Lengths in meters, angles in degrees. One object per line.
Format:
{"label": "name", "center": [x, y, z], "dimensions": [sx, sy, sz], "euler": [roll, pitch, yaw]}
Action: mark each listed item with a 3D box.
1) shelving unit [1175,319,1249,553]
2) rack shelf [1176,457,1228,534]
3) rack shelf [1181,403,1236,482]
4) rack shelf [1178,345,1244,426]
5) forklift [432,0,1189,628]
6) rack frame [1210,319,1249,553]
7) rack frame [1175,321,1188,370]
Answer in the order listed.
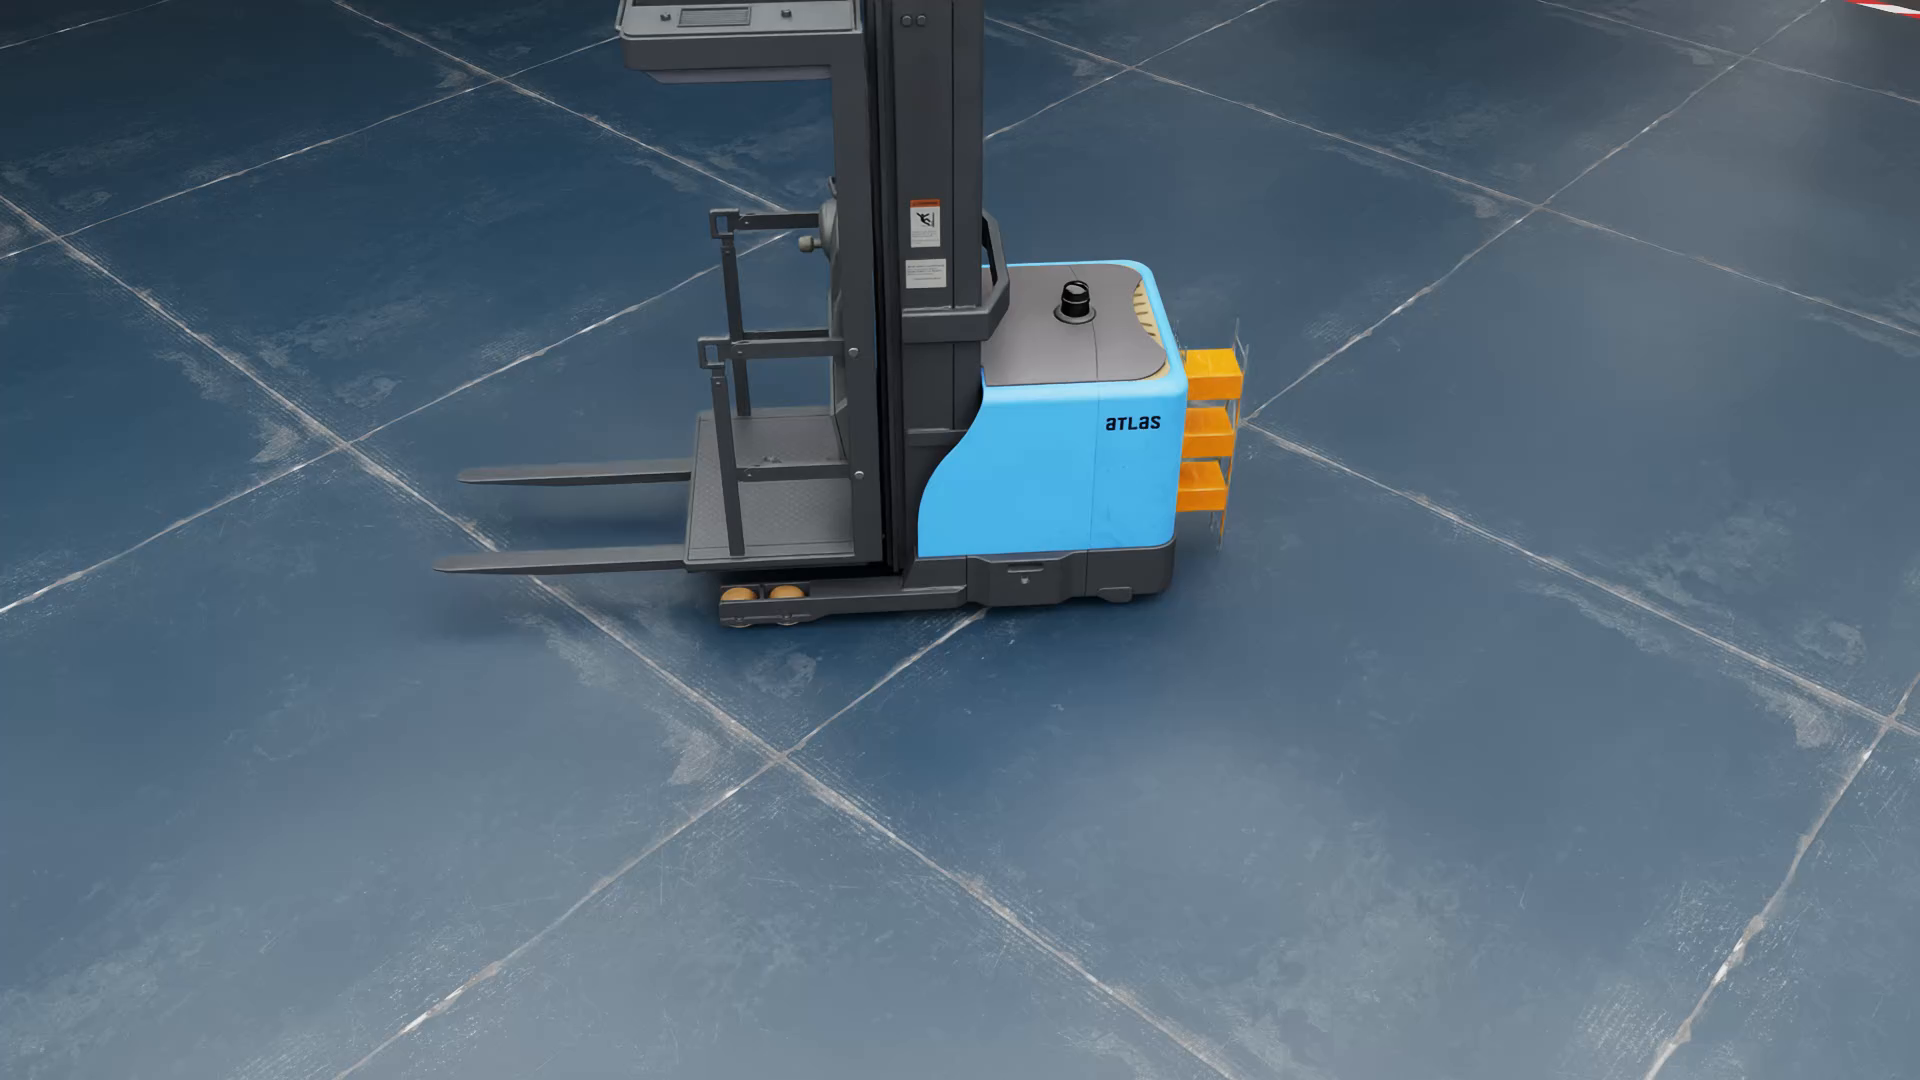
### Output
{"label": "shelving unit", "center": [0.997, -0.411, 6.921], "dimensions": [0.252, 1.050, 0.215], "euler": [-2, 39, -4]}
{"label": "rack shelf", "center": [0.994, -0.185, 7.100], "dimensions": [0.240, 0.259, 0.215], "euler": [-2, 39, -4]}
{"label": "rack shelf", "center": [0.996, -0.402, 6.927], "dimensions": [0.240, 0.259, 0.215], "euler": [-2, 39, -4]}
{"label": "rack shelf", "center": [0.999, -0.625, 6.751], "dimensions": [0.240, 0.259, 0.215], "euler": [-2, 39, -4]}
{"label": "forklift", "center": [-0.657, -1.132, 6.318], "dimensions": [3.031, 2.935, 1.130], "euler": [-3, 39, -3]}
{"label": "rack frame", "center": [1.118, -0.416, 6.929], "dimensions": [0.008, 1.050, 0.200], "euler": [-2, 39, -4]}
{"label": "rack frame", "center": [0.875, -0.406, 6.913], "dimensions": [0.008, 1.050, 0.200], "euler": [-2, 39, -4]}
